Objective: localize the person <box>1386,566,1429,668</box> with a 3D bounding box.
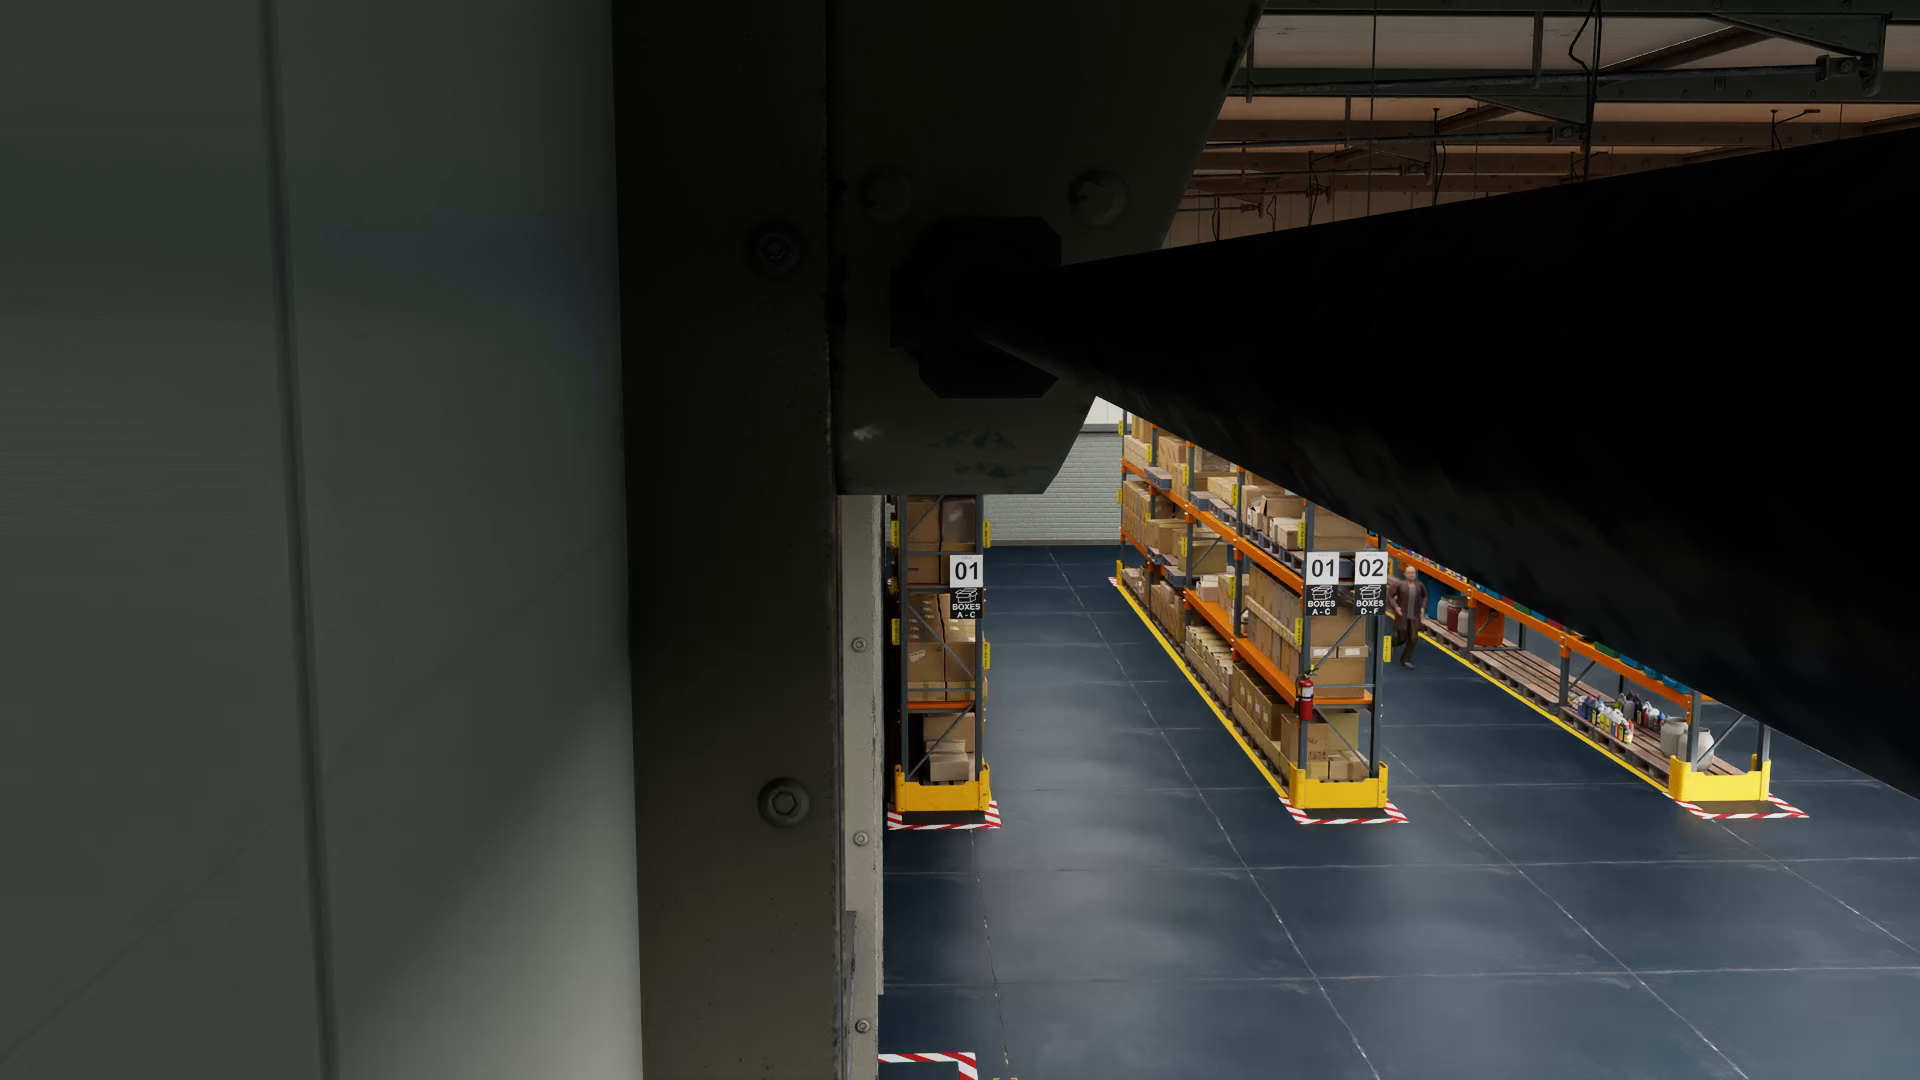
[{"bbox_3d":[7.664,1.304,28.425,0.750,1.729,0.716,0,8,-3],"label":"person"}]
